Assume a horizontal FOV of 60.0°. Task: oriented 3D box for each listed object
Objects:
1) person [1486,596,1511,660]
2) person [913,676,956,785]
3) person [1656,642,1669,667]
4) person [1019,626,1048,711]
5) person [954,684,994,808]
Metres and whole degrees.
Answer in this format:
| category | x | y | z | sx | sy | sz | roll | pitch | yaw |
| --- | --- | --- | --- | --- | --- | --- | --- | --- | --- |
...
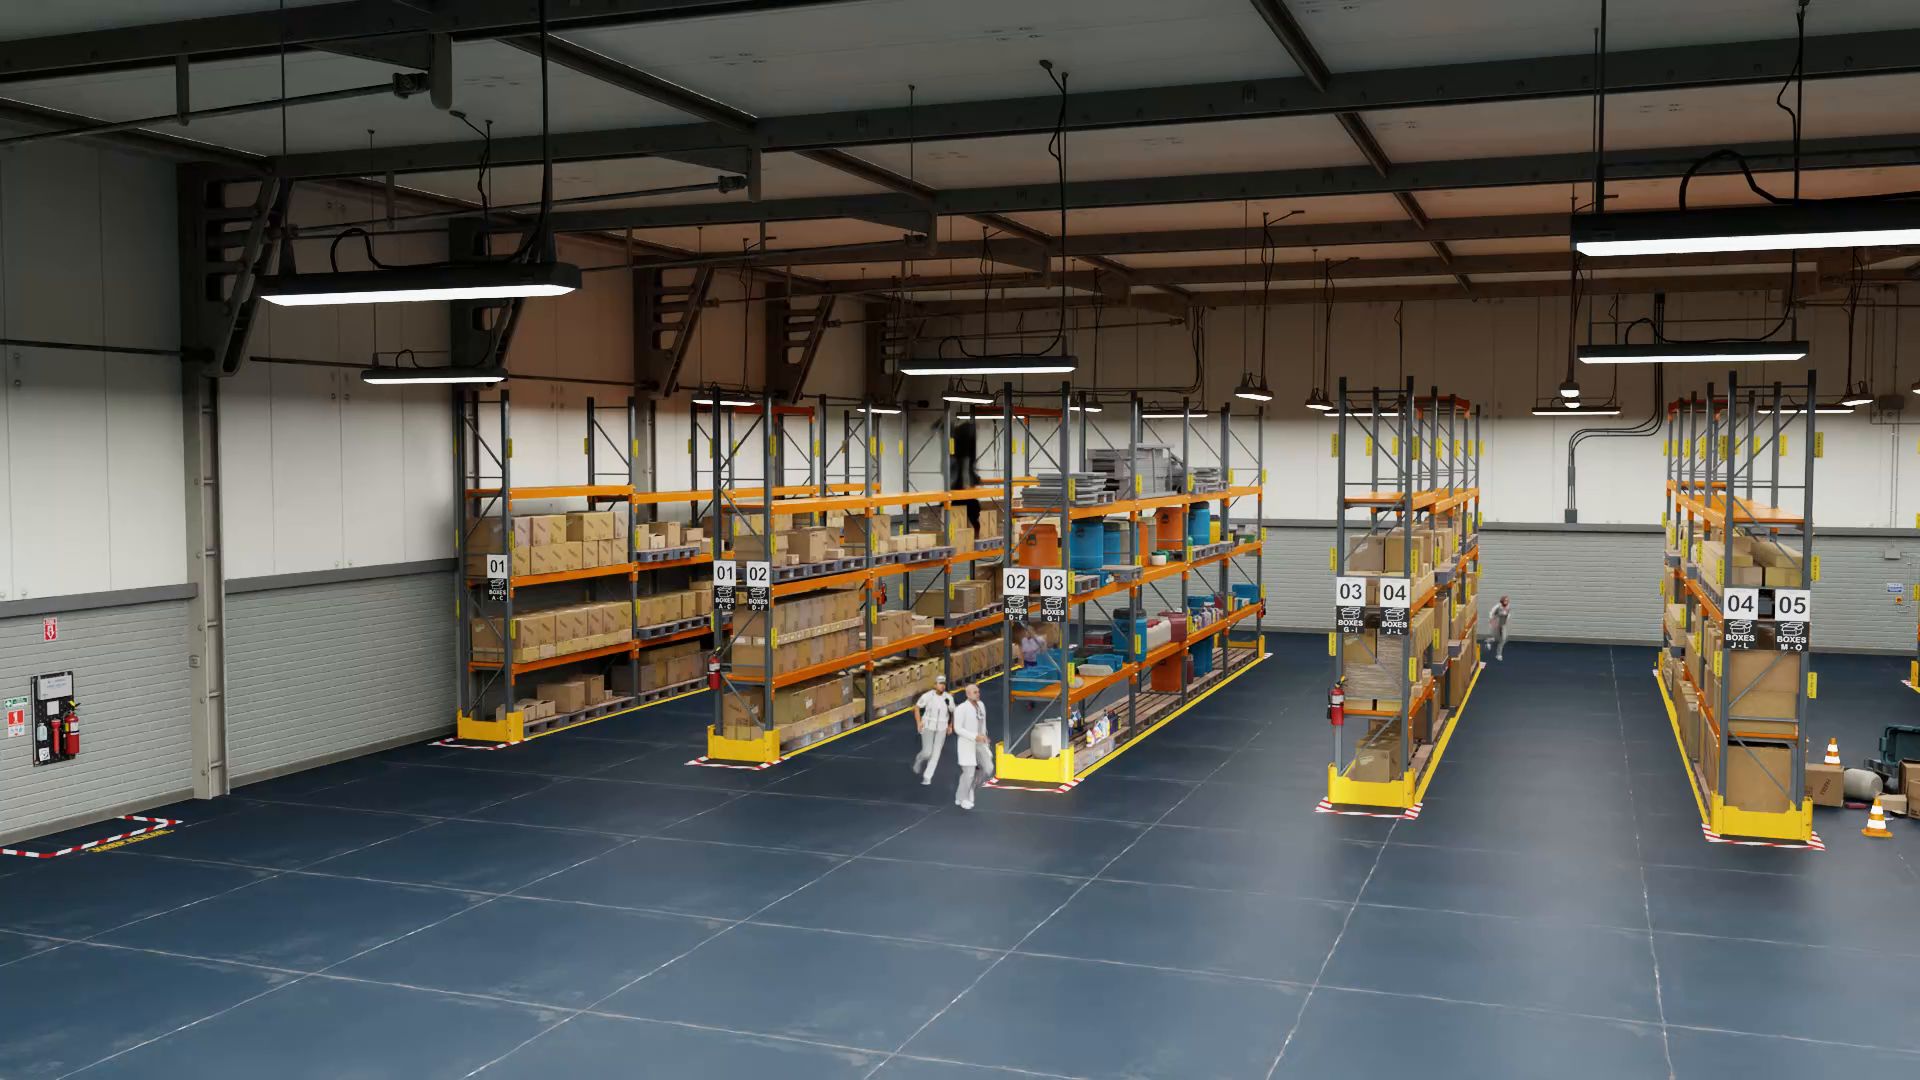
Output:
| category | x | y | z | sx | sy | sz | roll | pitch | yaw |
| --- | --- | --- | --- | --- | --- | --- | --- | --- | --- |
| person | 12.819 | 2.078 | 39.649 | 0.539 | 1.545 | 0.810 | -1 | 3 | -17 |
| person | -0.355 | 2.833 | 24.944 | 0.651 | 1.596 | 0.547 | -1 | 3 | -12 |
| person | 16.222 | 2.096 | 37.746 | 0.853 | 1.667 | 0.622 | 2 | 4 | 36 |
| person | 1.426 | 2.458 | 32.109 | 0.609 | 1.646 | 0.882 | 1 | 3 | 20 |
| person | 0.198 | 2.862 | 23.067 | 0.685 | 1.733 | 0.715 | -3 | 4 | -43 |
